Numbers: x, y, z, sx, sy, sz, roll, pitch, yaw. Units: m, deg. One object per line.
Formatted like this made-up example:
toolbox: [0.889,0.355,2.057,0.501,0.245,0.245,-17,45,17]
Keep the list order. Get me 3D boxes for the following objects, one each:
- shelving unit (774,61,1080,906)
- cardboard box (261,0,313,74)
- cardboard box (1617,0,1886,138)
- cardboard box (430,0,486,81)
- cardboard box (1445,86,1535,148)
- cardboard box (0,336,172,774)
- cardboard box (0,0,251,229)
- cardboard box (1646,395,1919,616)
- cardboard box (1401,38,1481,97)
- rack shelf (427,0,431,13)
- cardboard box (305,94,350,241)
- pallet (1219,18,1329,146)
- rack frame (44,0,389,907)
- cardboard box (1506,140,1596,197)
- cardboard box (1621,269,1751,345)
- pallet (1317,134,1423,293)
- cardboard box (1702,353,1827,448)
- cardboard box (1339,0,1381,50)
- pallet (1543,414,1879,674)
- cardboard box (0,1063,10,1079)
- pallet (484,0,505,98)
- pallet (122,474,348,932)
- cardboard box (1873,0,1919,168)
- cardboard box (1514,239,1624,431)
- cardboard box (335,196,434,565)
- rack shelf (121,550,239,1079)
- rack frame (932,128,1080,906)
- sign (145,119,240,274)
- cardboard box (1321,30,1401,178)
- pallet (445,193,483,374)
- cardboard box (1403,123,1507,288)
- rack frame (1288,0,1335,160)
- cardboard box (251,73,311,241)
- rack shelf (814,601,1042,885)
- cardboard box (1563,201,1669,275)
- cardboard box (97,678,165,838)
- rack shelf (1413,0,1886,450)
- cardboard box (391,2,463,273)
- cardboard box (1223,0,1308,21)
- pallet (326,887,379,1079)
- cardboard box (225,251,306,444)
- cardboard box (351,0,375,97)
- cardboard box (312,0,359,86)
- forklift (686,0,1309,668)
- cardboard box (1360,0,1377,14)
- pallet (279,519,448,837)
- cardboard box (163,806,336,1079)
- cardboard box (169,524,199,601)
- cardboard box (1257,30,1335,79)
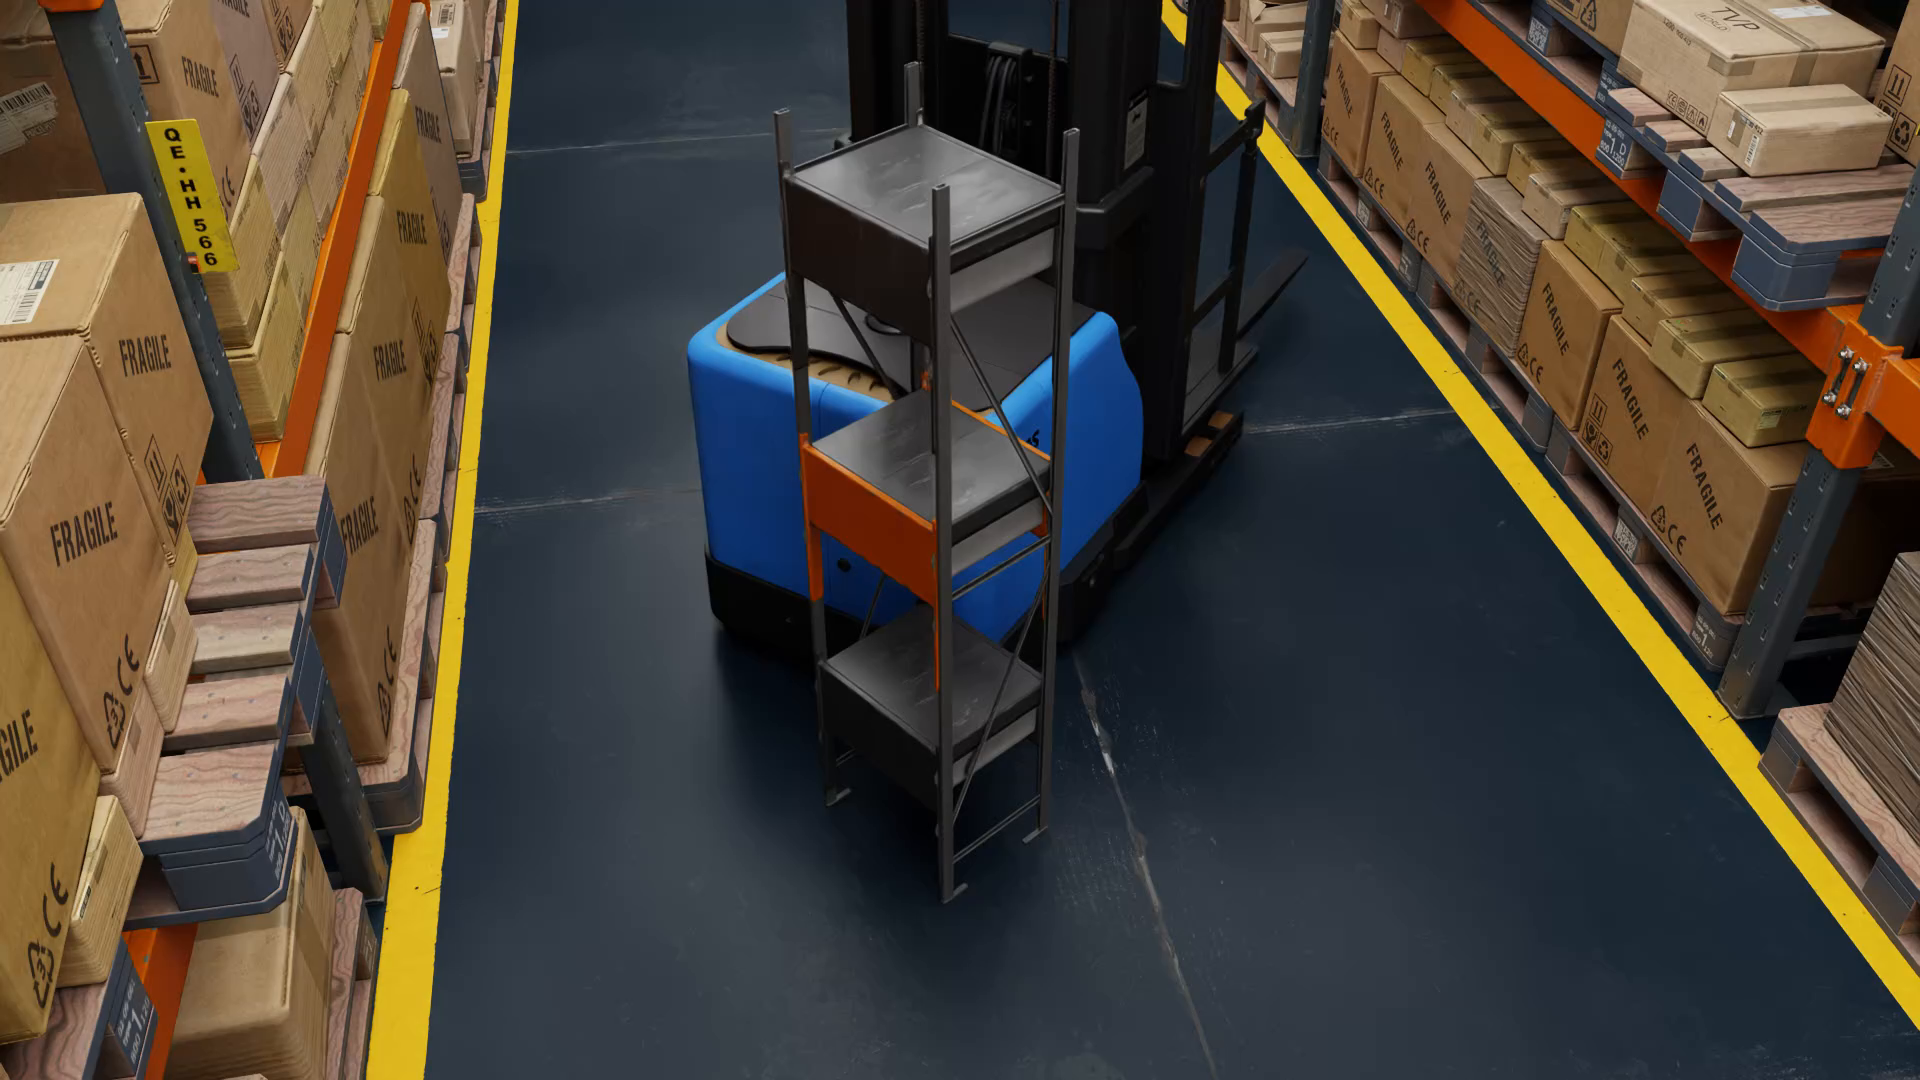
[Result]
shelving unit: [-0.071,-0.039,4.088,0.431,2.100,0.503,-30,47,-33]
cardboard box: [-2.072,-1.558,4.414,0.500,0.500,0.500,-5,38,-7]
cardboard box: [2.328,-1.432,4.928,0.500,0.250,0.500,-8,39,-10]
cardboard box: [-2.918,-2.688,8.511,0.875,0.438,0.875,-7,38,-9]
cardboard box: [2.181,-1.697,6.655,0.380,0.149,0.250,-6,38,-8]
cardboard box: [-1.600,0.046,2.579,0.500,0.500,0.500,-7,38,-9]
cardboard box: [-1.900,-0.945,3.625,0.500,0.500,0.500,-7,38,-9]
cardboard box: [2.546,-0.134,5.173,0.500,0.500,0.500,-5,38,-7]
cardboard box: [2.112,-2.016,7.066,0.380,0.149,0.250,-8,39,-10]
rack shelf: [-3.106,-3.527,8.431,1.077,0.370,4.000,-6,38,-8]
cardboard box: [-2.086,-1.076,4.812,0.500,0.250,0.500,-5,38,-6]
pallet: [2.011,-2.453,8.735,1.003,0.211,1.213,-6,38,-8]
rack frame: [-2.054,-0.187,3.545,1.000,3.000,0.127,-6,38,-8]
cardboard box: [2.298,-1.387,6.256,0.380,0.149,0.250,-6,38,-8]
cardboard box: [2.415,-0.754,5.442,0.380,0.149,0.250,-7,38,-9]
pallet: [2.310,-1.550,7.574,1.003,0.211,1.213,-6,38,-8]
cardboard box: [2.496,-0.429,5.023,0.380,0.149,0.250,-8,39,-10]
cardboard box: [1.931,-2.328,7.469,0.380,0.149,0.250,-5,38,-6]
pallet: [2.738,-0.077,5.677,1.003,0.211,1.213,-6,38,-8]
cardboard box: [-1.415,0.681,1.763,0.500,0.500,0.500,-8,39,-10]
pallet: [-3.029,-2.708,9.063,1.003,0.211,1.213,-6,38,-8]
pallet: [-1.825,0.308,3.065,1.213,0.211,1.003,-6,38,-8]
cardboard box: [2.895,-1.256,4.498,0.500,0.500,0.500,-5,38,-6]
cardboard box: [2.374,-0.753,5.970,0.500,0.500,0.500,-5,38,-6]
cardboard box: [-2.246,-0.479,5.311,0.875,0.875,0.875,-6,38,-7]
rack shelf: [-1.704,1.305,2.211,1.077,0.370,4.000,-6,38,-8]
rack frame: [0.097,0.069,3.949,0.400,2.100,0.015,-30,47,-33]
sign: [-1.522,-0.677,3.297,0.100,0.325,0.005,-6,38,-8]
cardboard box: [1.994,-2.001,7.576,0.500,0.500,0.500,-5,38,-6]
pallet: [-2.546,-1.044,6.921,1.003,0.211,1.213,-6,38,-8]
cardboard box: [2.180,-1.379,6.775,0.500,0.500,0.500,-7,38,-9]
rack frame: [2.130,-3.139,7.345,1.000,3.000,0.127,-6,38,-8]
cardboard box: [-1.990,-0.970,4.268,0.500,0.250,0.500,-5,38,-7]
rack shelf: [-0.070,0.524,4.527,0.431,0.518,0.480,-30,47,-33]
cardboard box: [2.369,-1.069,5.848,0.380,0.149,0.250,-7,38,-9]
cardboard box: [-1.523,0.374,2.686,0.380,0.149,0.250,-8,39,-10]
rack shelf: [2.481,-1.647,6.011,1.077,0.370,4.000,-6,38,-8]
cardboard box: [-2.568,-1.564,6.707,0.875,0.875,0.875,-5,38,-7]
cardboard box: [1.737,-3.206,9.128,0.700,0.500,0.500,-8,38,-10]
pallet: [-1.919,1.387,3.793,1.003,0.211,1.213,-6,38,-8]
cardboard box: [-1.893,-0.450,4.007,0.500,0.250,0.500,-7,38,-9]
cardboard box: [-2.271,-1.685,5.596,0.500,0.250,0.500,-7,38,-9]
cardboard box: [-2.141,-1.580,5.054,0.500,0.250,0.500,-6,38,-7]
forklift: [0.389,-1.500,5.292,1.130,2.935,3.031,20,42,24]
cardboard box: [1.991,-2.452,7.386,0.380,0.149,0.250,-7,38,-9]
pallet: [-2.118,0.430,5.024,1.003,0.211,1.213,-6,38,-8]
cardboard box: [-1.965,1.027,3.782,0.950,0.372,0.625,-9,39,-11]
cardboard box: [-1.647,0.073,3.073,0.380,0.149,0.250,-6,38,-7]
cardboard box: [1.744,-2.484,8.484,0.380,0.149,0.250,-7,38,-9]
